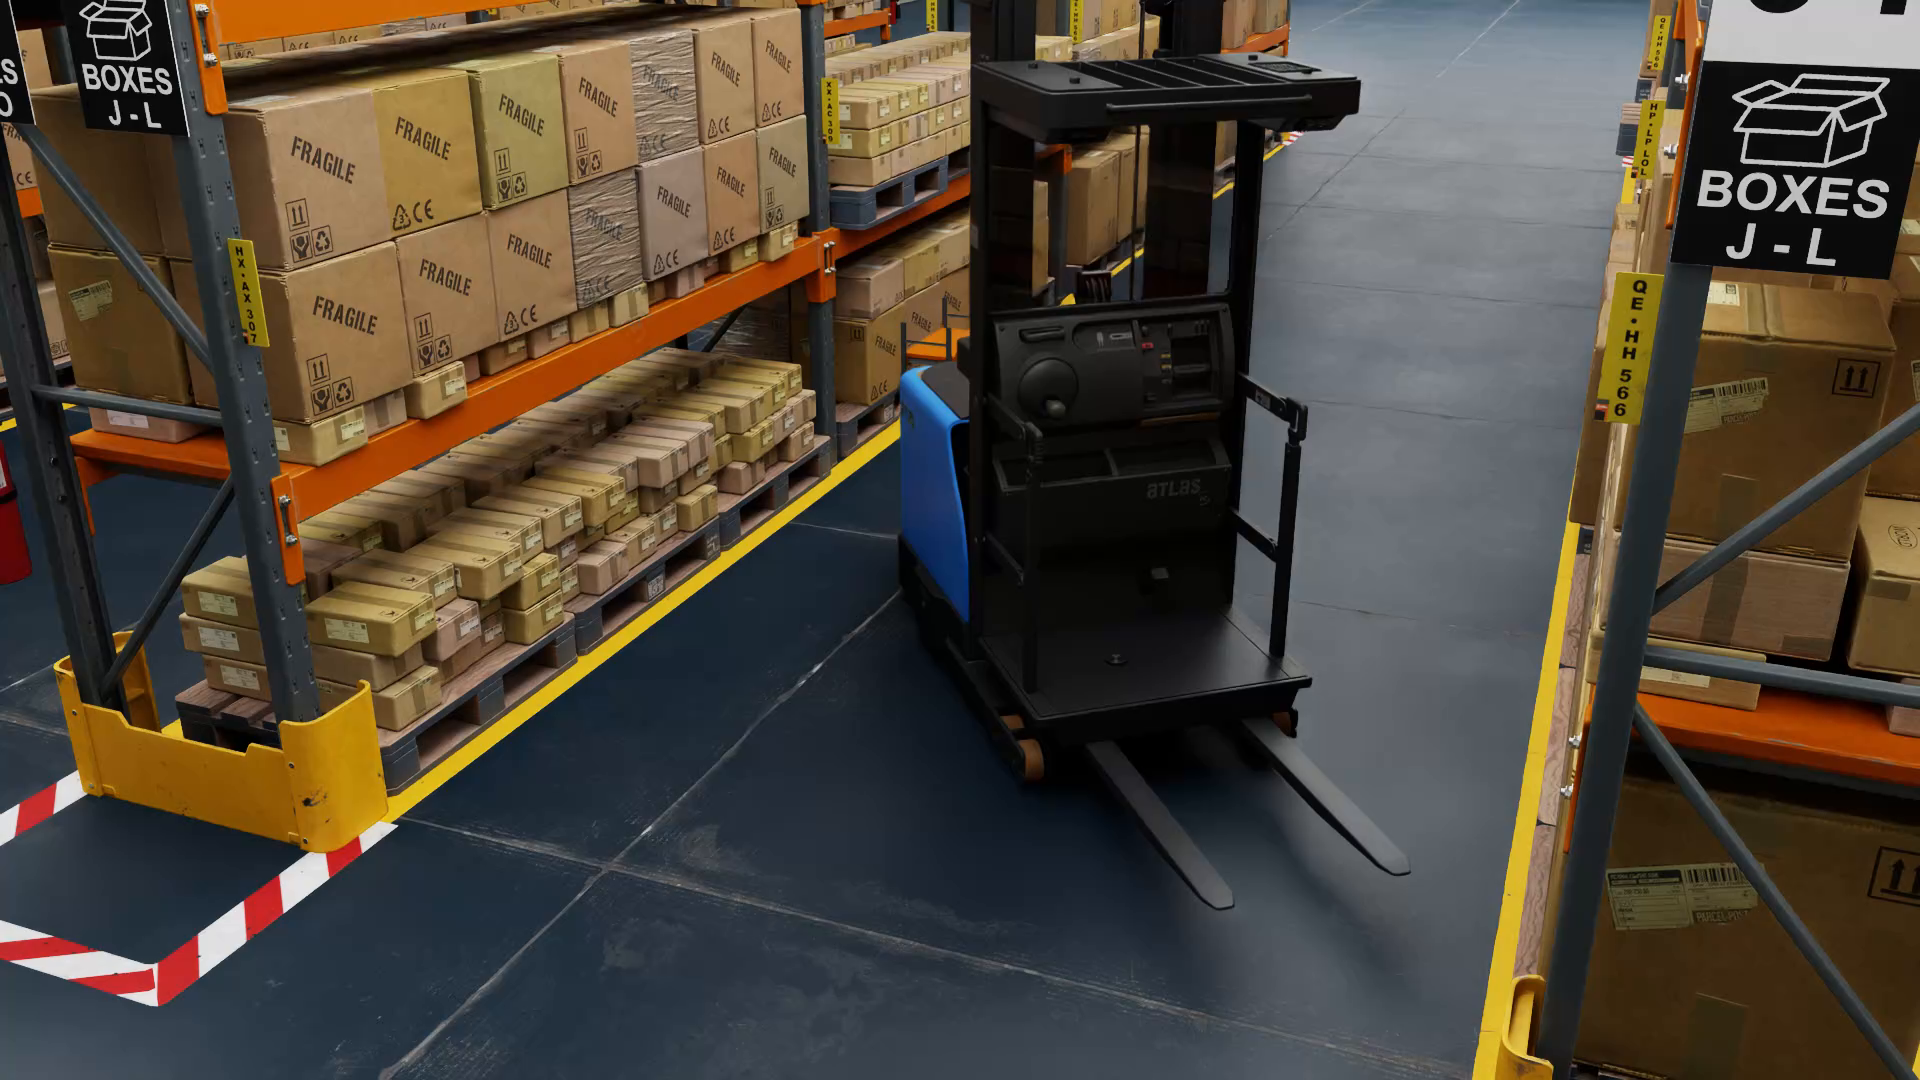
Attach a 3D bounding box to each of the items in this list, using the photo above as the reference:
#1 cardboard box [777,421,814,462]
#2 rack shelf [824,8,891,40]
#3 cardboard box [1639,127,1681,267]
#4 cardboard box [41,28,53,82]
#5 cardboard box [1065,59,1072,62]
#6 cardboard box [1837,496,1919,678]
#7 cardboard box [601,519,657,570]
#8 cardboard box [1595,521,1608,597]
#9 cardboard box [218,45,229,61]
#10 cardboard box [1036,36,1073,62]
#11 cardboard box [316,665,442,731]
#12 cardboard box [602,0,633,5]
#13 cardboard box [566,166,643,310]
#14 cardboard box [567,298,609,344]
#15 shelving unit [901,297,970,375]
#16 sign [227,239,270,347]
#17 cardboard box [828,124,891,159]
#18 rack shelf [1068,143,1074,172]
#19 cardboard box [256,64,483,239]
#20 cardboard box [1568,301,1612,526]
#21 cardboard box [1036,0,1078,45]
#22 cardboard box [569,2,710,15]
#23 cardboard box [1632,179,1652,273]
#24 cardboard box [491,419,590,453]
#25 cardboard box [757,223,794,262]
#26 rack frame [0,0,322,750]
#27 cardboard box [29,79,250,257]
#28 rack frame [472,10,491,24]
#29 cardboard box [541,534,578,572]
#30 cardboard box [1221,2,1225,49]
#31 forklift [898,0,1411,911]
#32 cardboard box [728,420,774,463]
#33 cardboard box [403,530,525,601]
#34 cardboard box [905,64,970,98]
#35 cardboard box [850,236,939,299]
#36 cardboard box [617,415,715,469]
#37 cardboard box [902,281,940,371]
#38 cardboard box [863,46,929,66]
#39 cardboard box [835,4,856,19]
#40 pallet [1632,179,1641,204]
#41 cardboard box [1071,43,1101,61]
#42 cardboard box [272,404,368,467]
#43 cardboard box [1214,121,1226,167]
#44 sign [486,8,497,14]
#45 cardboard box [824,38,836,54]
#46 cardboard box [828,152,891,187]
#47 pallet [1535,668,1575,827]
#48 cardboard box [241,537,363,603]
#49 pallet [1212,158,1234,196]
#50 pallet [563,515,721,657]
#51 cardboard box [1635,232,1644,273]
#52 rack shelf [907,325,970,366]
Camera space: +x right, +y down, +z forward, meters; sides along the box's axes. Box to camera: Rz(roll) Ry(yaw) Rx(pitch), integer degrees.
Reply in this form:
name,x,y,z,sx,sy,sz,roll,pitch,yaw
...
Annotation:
name,x,y,z,sx,sy,sz,roll,pitch,yaw
cardboard box,-0.997,-0.543,8.812,0.380,0.149,0.250,9,24,21
rack shelf,-2.087,-5.773,19.112,1.077,0.370,4.000,9,24,20
cardboard box,2.795,-1.212,6.095,0.500,0.500,0.500,9,24,20
cardboard box,-5.868,-3.230,10.663,0.500,0.500,0.500,10,25,22
cardboard box,0.557,-3.258,11.554,0.380,0.149,0.250,9,24,21
cardboard box,2.343,0.123,3.873,0.500,0.250,0.500,8,24,19
cardboard box,-1.599,0.002,7.507,0.380,0.149,0.250,9,24,20
cardboard box,1.930,0.082,4.488,0.380,0.149,0.250,9,24,20
cardboard box,-5.207,-3.336,10.918,0.500,0.500,0.500,9,24,20
cardboard box,0.562,-3.397,11.499,0.380,0.149,0.250,8,24,18
cardboard box,-2.162,0.558,6.177,0.380,0.149,0.250,9,24,21
cardboard box,-3.362,-5.019,15.314,0.500,0.500,0.500,8,24,18
cardboard box,-1.678,-1.279,6.904,0.500,0.500,0.500,8,24,19
cardboard box,-1.697,-0.941,6.937,0.380,0.149,0.250,10,25,22
shelving unit,-0.061,-0.494,7.877,0.258,1.200,0.503,9,24,20
sign,-2.150,-0.744,5.017,0.100,0.325,0.005,9,24,20
cardboard box,-0.594,-2.144,8.887,0.380,0.149,0.250,9,24,21
rack shelf,1.061,-3.669,14.075,1.077,0.370,4.000,9,24,20
cardboard box,-2.059,-1.371,5.828,0.500,0.500,0.500,10,24,22
cardboard box,3.619,-0.553,7.894,1.225,0.875,0.875,9,24,20
cardboard box,0.494,-3.952,12.393,0.700,0.500,0.500,9,24,20
cardboard box,-1.561,-2.372,8.224,0.500,0.500,0.500,9,24,21
cardboard box,3.320,-1.360,7.485,0.500,0.500,0.500,9,24,20
cardboard box,-1.964,-0.440,7.794,0.380,0.149,0.250,8,24,18
cardboard box,-1.051,-1.494,8.262,0.380,0.149,0.250,8,24,19
rack frame,-2.653,-0.422,5.370,1.000,3.000,0.127,9,24,20
cardboard box,-2.714,-1.267,5.578,0.500,0.500,0.500,8,24,19
rack frame,-4.315,-3.958,13.833,1.000,3.000,0.127,9,24,20
cardboard box,-1.851,0.036,7.040,0.380,0.149,0.250,8,24,18
cardboard box,2.113,-5.120,16.420,0.875,0.550,0.550,9,24,20
forklift,0.644,-0.629,5.954,1.130,2.935,3.031,-7,24,-16
cardboard box,-1.162,-0.514,8.357,0.380,0.149,0.250,8,24,18
cardboard box,-1.940,0.098,6.505,0.380,0.149,0.250,9,24,20
cardboard box,-0.115,-2.744,9.937,0.380,0.149,0.250,10,25,22
cardboard box,-0.452,-1.658,10.052,0.500,0.250,0.500,9,24,22
cardboard box,-1.386,-0.463,7.849,0.380,0.149,0.250,8,24,17
cardboard box,-0.452,-1.310,10.193,0.500,0.500,0.500,10,25,22
cardboard box,-0.424,-3.125,10.848,0.380,0.149,0.250,10,25,23
cardboard box,-1.458,-6.249,19.644,0.380,0.149,0.250,9,24,21
pallet,7.040,-3.367,16.037,1.003,0.211,1.213,9,24,20
cardboard box,0.736,-3.453,12.496,0.500,0.500,0.500,9,24,21
cardboard box,-2.229,-0.376,5.583,0.380,0.149,0.250,9,24,20
cardboard box,2.103,-4.145,16.494,0.875,0.875,0.875,9,24,21
sign,-3.799,-4.414,13.423,0.100,0.325,0.005,9,24,20
cardboard box,-1.669,-5.742,19.314,0.380,0.149,0.250,10,25,22
cardboard box,-0.594,-2.007,8.944,0.380,0.149,0.250,8,24,18
pallet,2.593,0.878,5.874,1.003,0.211,1.213,9,24,20
cardboard box,-2.545,0.117,6.460,0.380,0.149,0.250,9,24,21
pallet,2.159,-3.691,16.812,1.003,0.211,1.213,9,24,20
pallet,-1.836,0.116,7.698,1.003,0.211,1.213,9,24,20
cardboard box,2.982,-1.045,6.669,0.500,0.250,0.500,8,24,19
rack shelf,-0.062,-0.857,7.725,0.258,0.148,0.480,9,24,20
